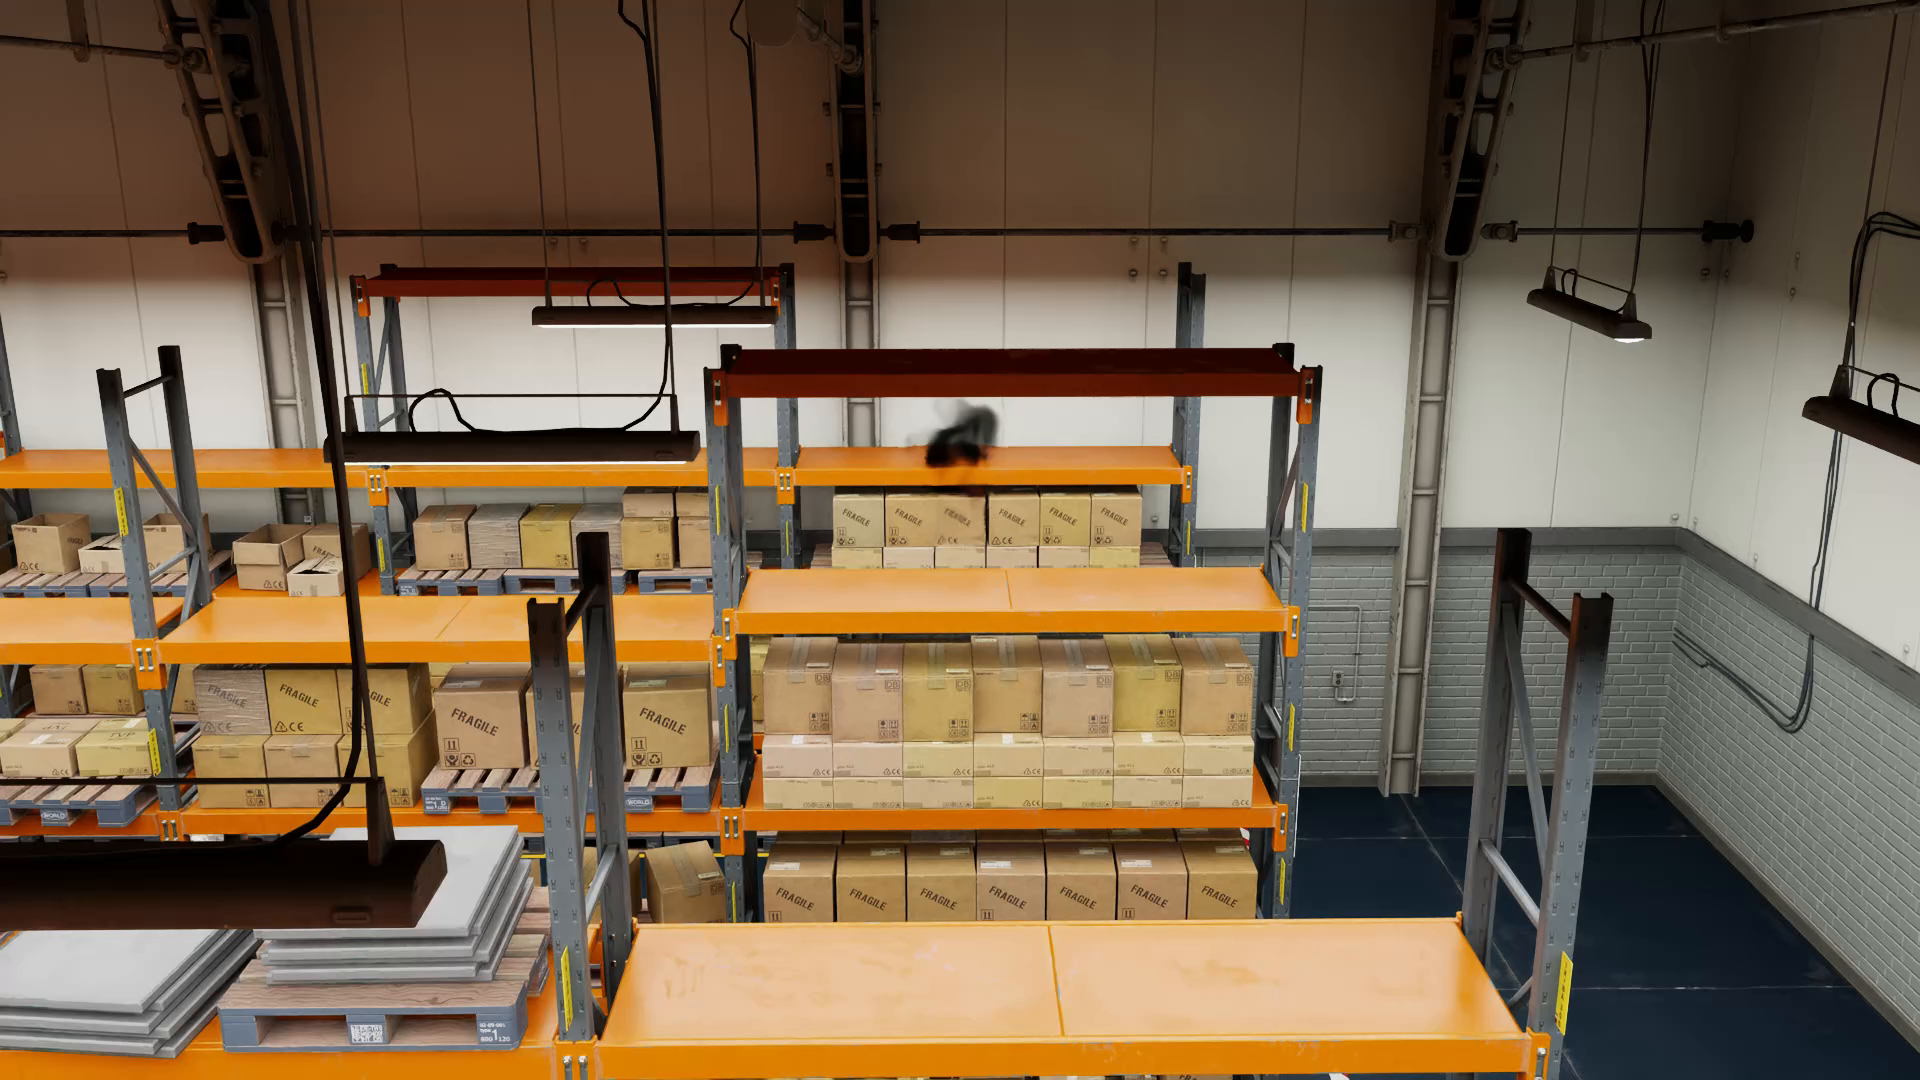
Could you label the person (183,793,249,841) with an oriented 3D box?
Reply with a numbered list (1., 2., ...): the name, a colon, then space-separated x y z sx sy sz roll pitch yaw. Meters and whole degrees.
1. person: -6.652 3.100 14.814 0.802 1.853 0.643 -2 16 -6
